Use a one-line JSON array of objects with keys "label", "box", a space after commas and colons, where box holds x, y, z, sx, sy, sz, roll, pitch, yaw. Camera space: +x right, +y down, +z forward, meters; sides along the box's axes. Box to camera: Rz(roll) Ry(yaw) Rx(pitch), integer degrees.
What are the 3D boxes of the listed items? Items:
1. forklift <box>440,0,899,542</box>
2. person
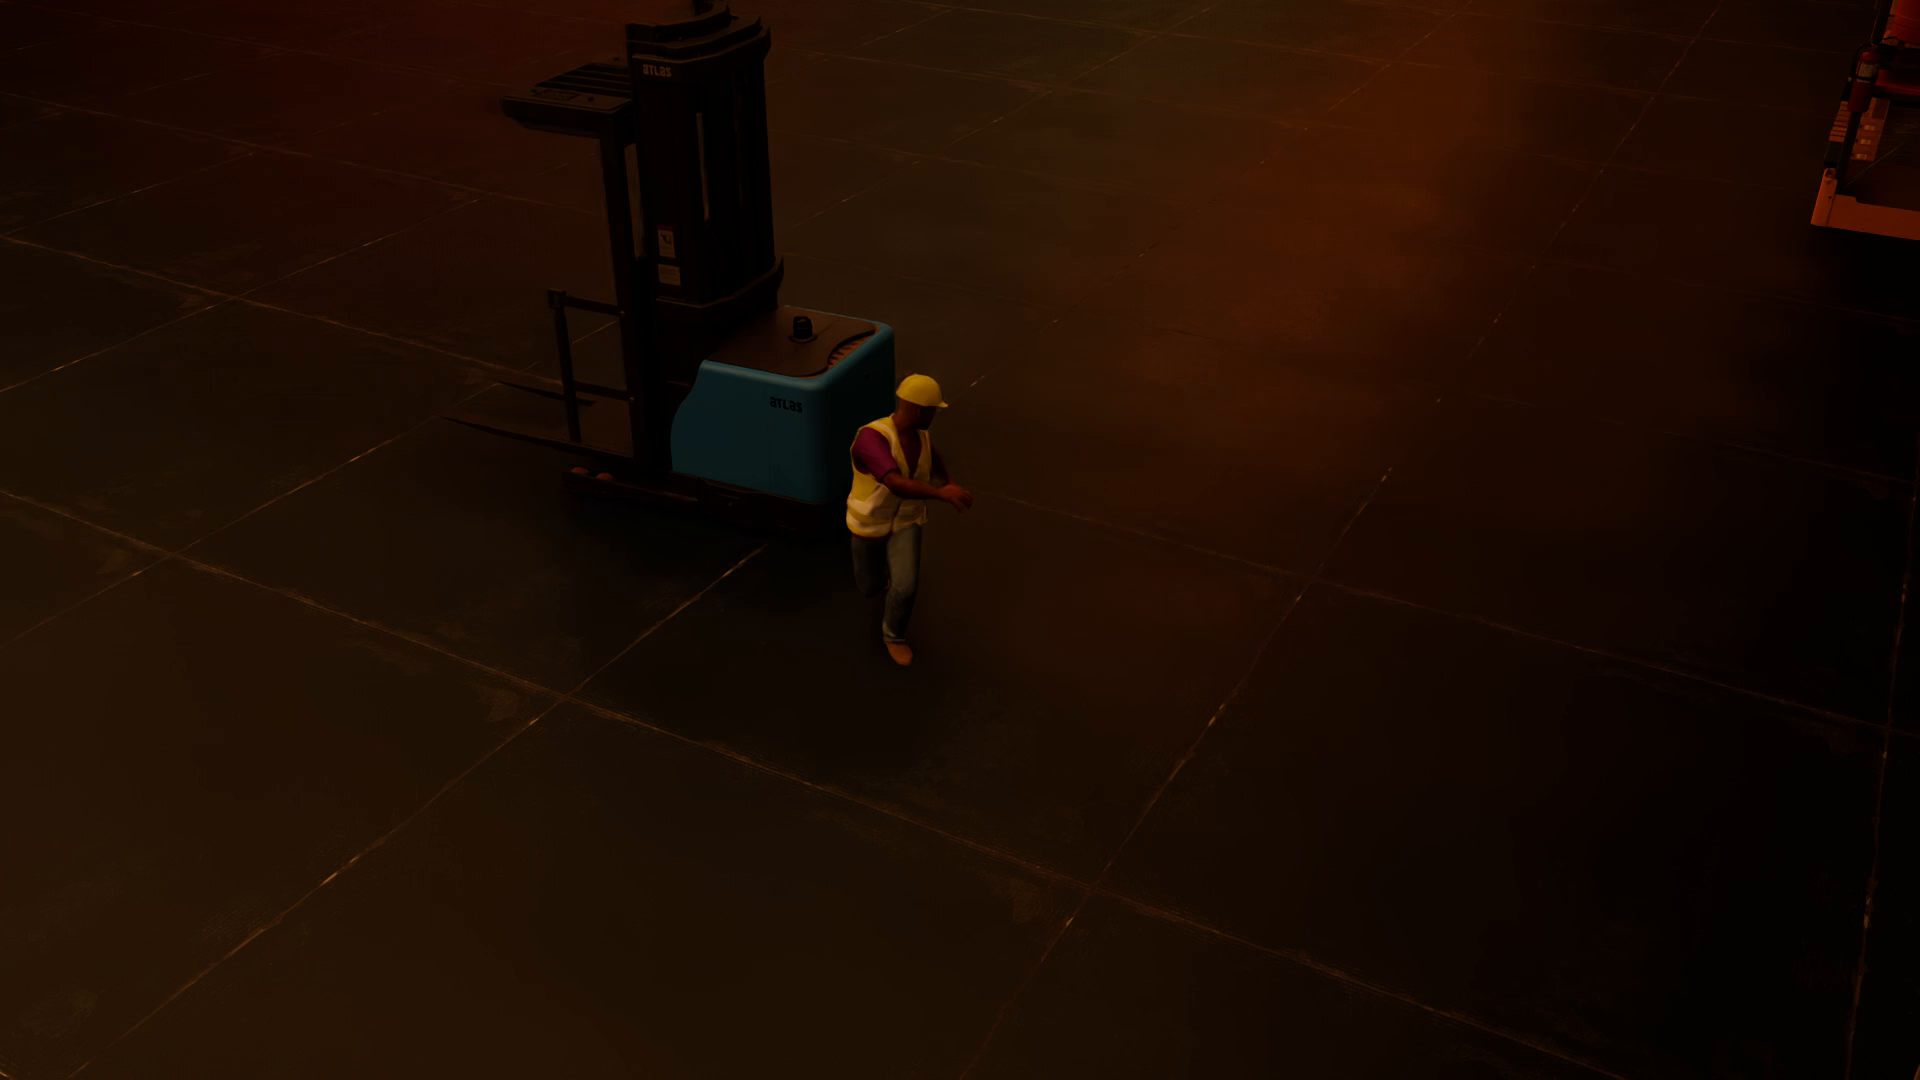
[{"label": "forklift", "box": [-1.924, -1.742, 10.089, 3.031, 2.935, 1.130, 13, 32, 21]}, {"label": "person", "box": [-0.301, -0.160, 8.805, 0.661, 1.535, 0.927, -9, 31, -15]}]
